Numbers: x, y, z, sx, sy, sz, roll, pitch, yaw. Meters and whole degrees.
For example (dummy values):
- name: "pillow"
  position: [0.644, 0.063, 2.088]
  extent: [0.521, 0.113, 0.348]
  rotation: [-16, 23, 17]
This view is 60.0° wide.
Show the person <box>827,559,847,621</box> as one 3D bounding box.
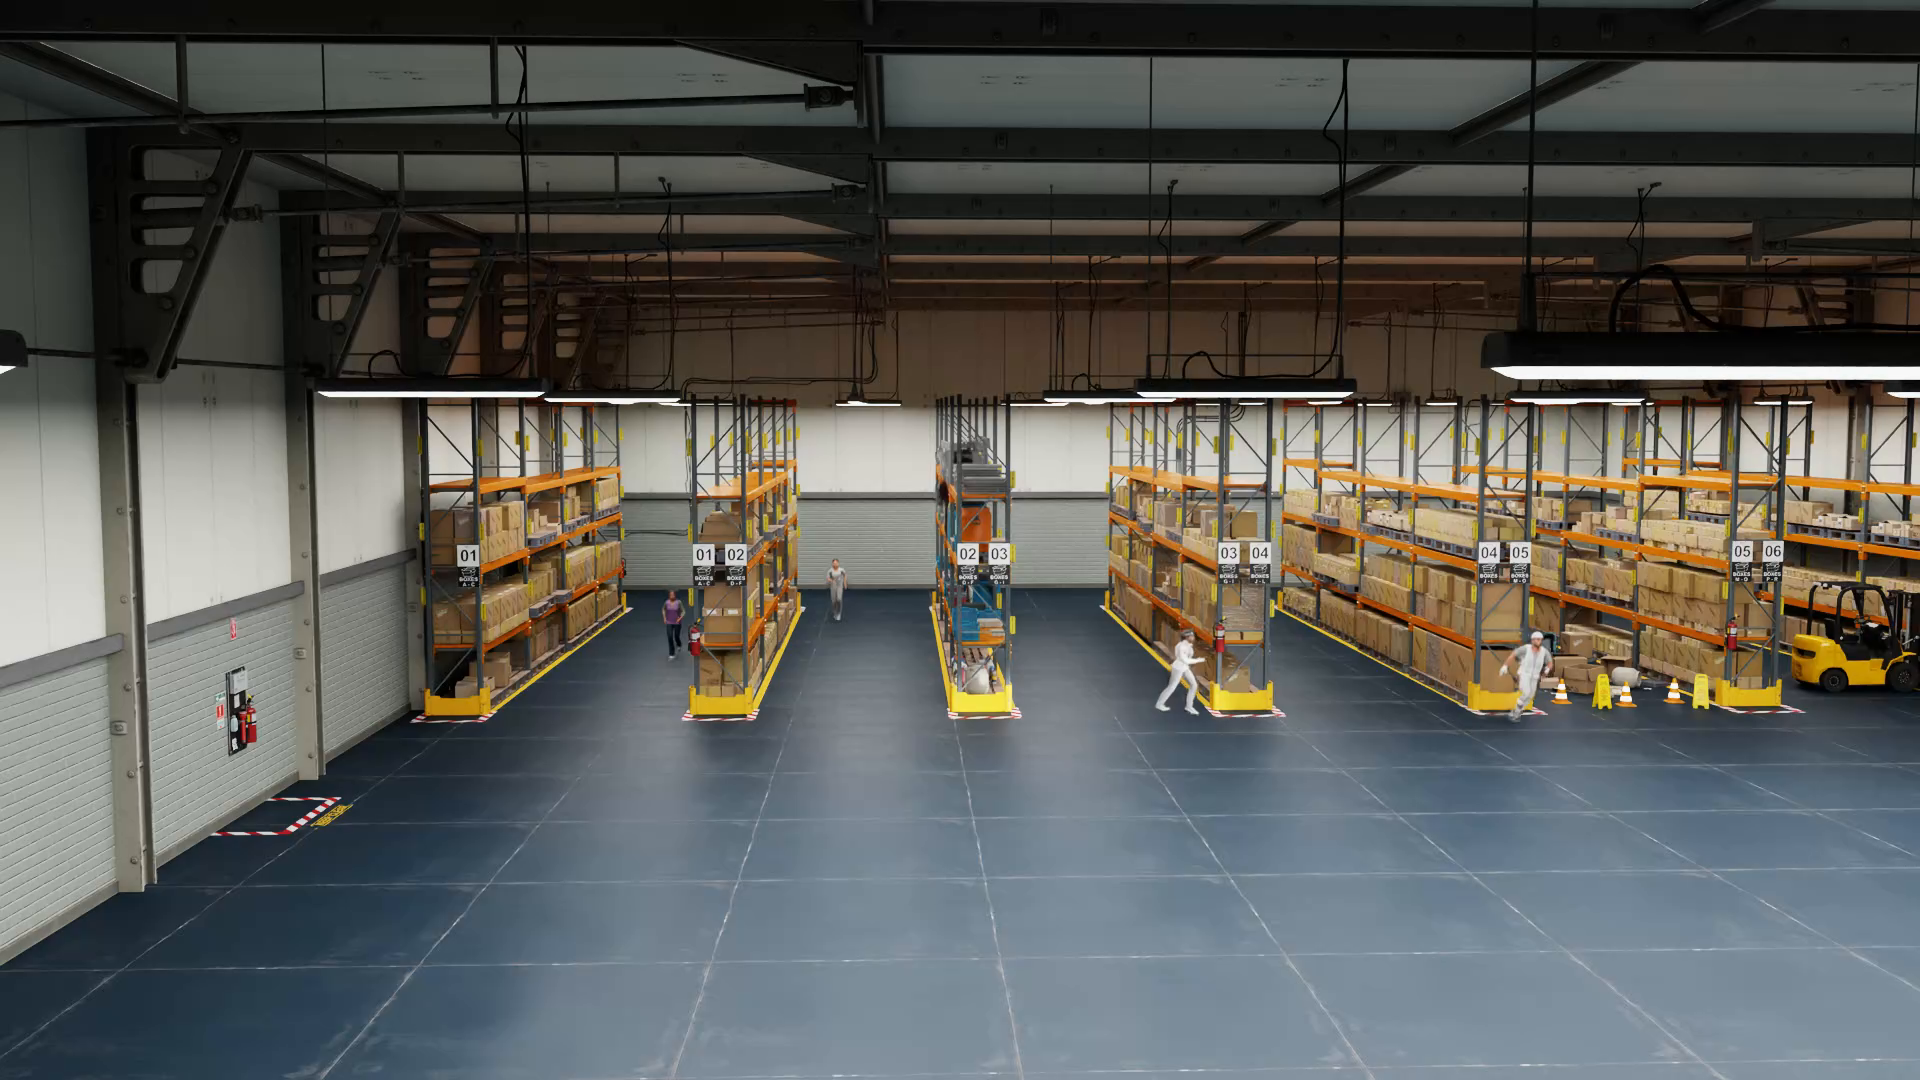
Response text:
- name: "person"
  position: [-3.345, 1.347, 45.064]
  extent: [0.524, 1.692, 0.793]
  rotation: [0, 4, 0]

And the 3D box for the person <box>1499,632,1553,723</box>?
- name: "person"
  position: [10.380, 2.510, 30.291]
  extent: [0.844, 1.686, 0.717]
  rotation: [-1, 5, -10]

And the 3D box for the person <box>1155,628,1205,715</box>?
- name: "person"
  position: [4.134, 2.455, 31.135]
  extent: [0.951, 1.657, 0.605]
  rotation: [2, 5, 27]

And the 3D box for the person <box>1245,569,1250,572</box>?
- name: "person"
  position: [8.065, 1.133, 46.986]
  extent: [0.767, 1.763, 0.979]
  rotation: [1, 5, 7]

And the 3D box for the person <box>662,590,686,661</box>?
- name: "person"
  position: [-6.571, 1.984, 38.179]
  extent: [0.558, 1.506, 0.800]
  rotation: [0, 4, 1]
